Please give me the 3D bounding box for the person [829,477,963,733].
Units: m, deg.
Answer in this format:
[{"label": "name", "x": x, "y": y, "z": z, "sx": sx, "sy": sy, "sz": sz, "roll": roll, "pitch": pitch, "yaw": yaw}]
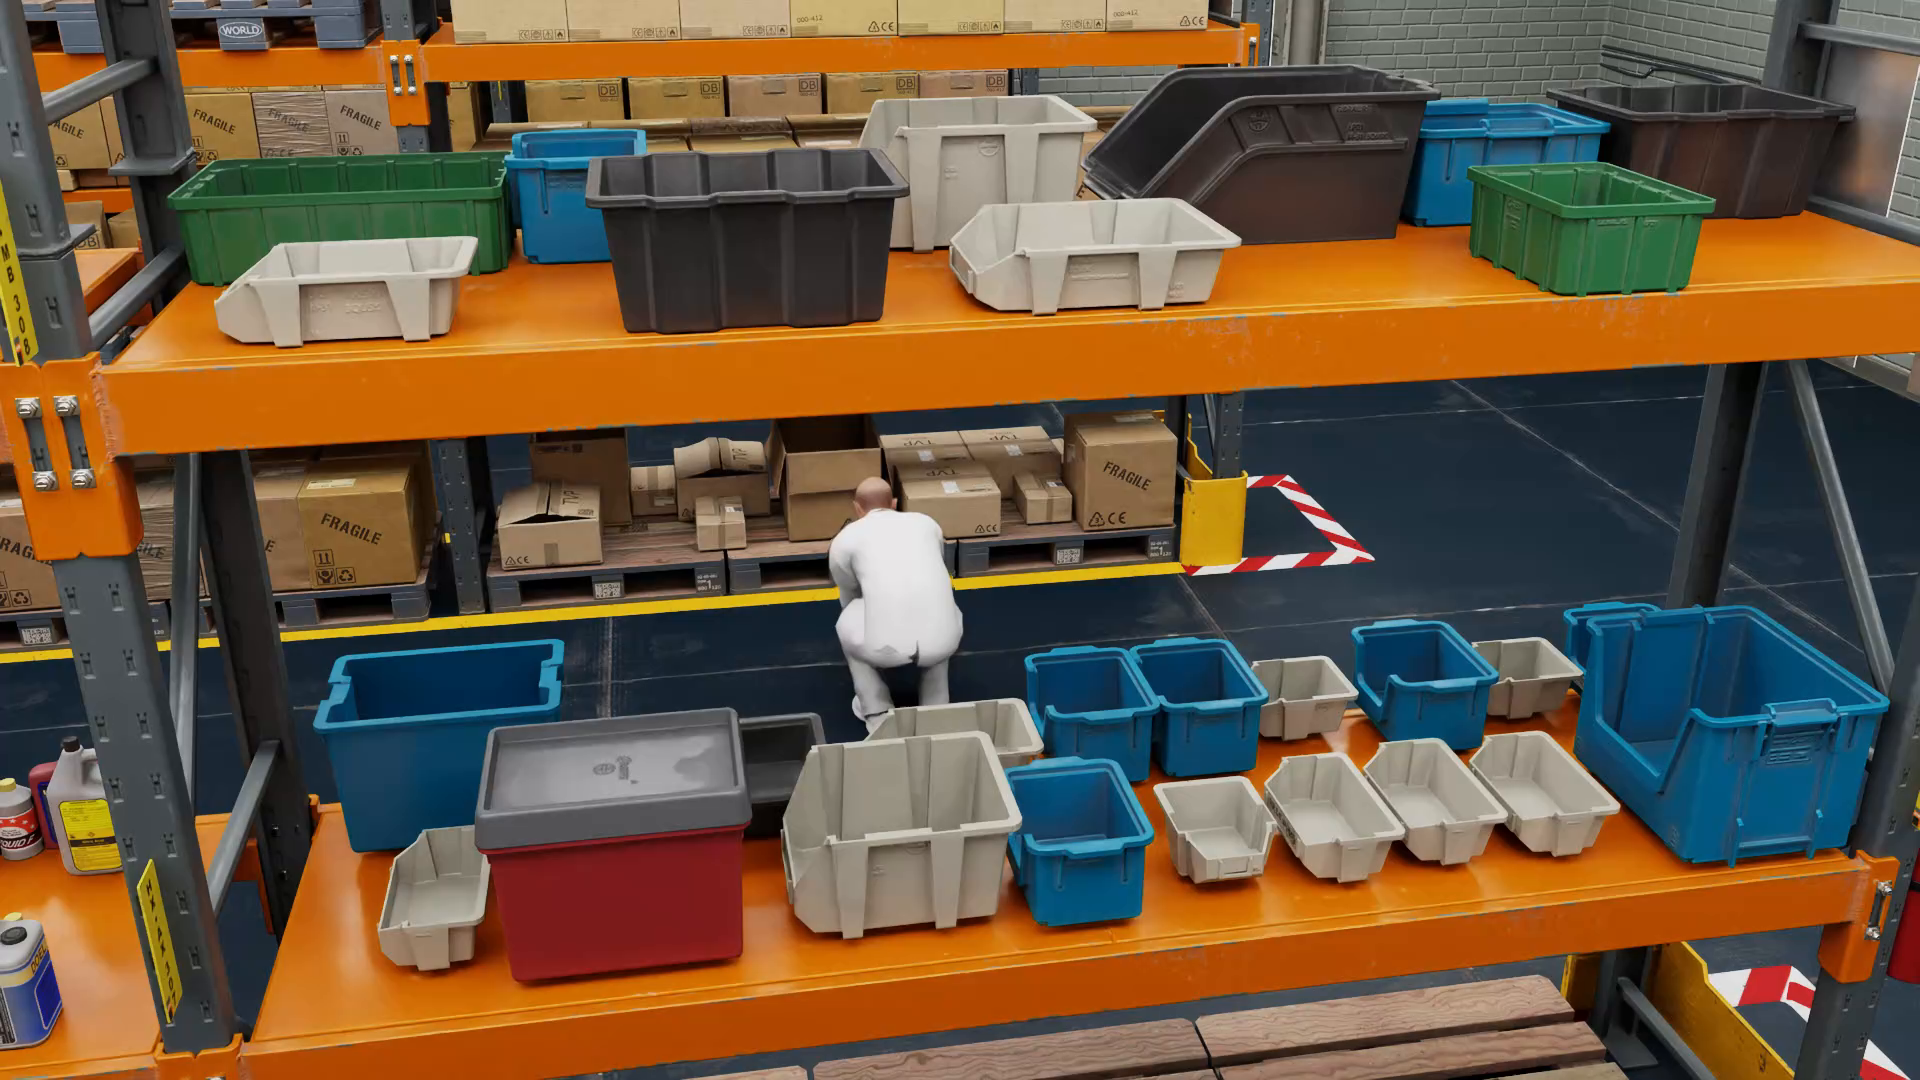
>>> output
[{"label": "person", "x": -0.285, "y": 0.282, "z": 7.453, "sx": 0.577, "sy": 1.000, "sz": 0.938, "roll": -5, "pitch": 23, "yaw": -11}]
